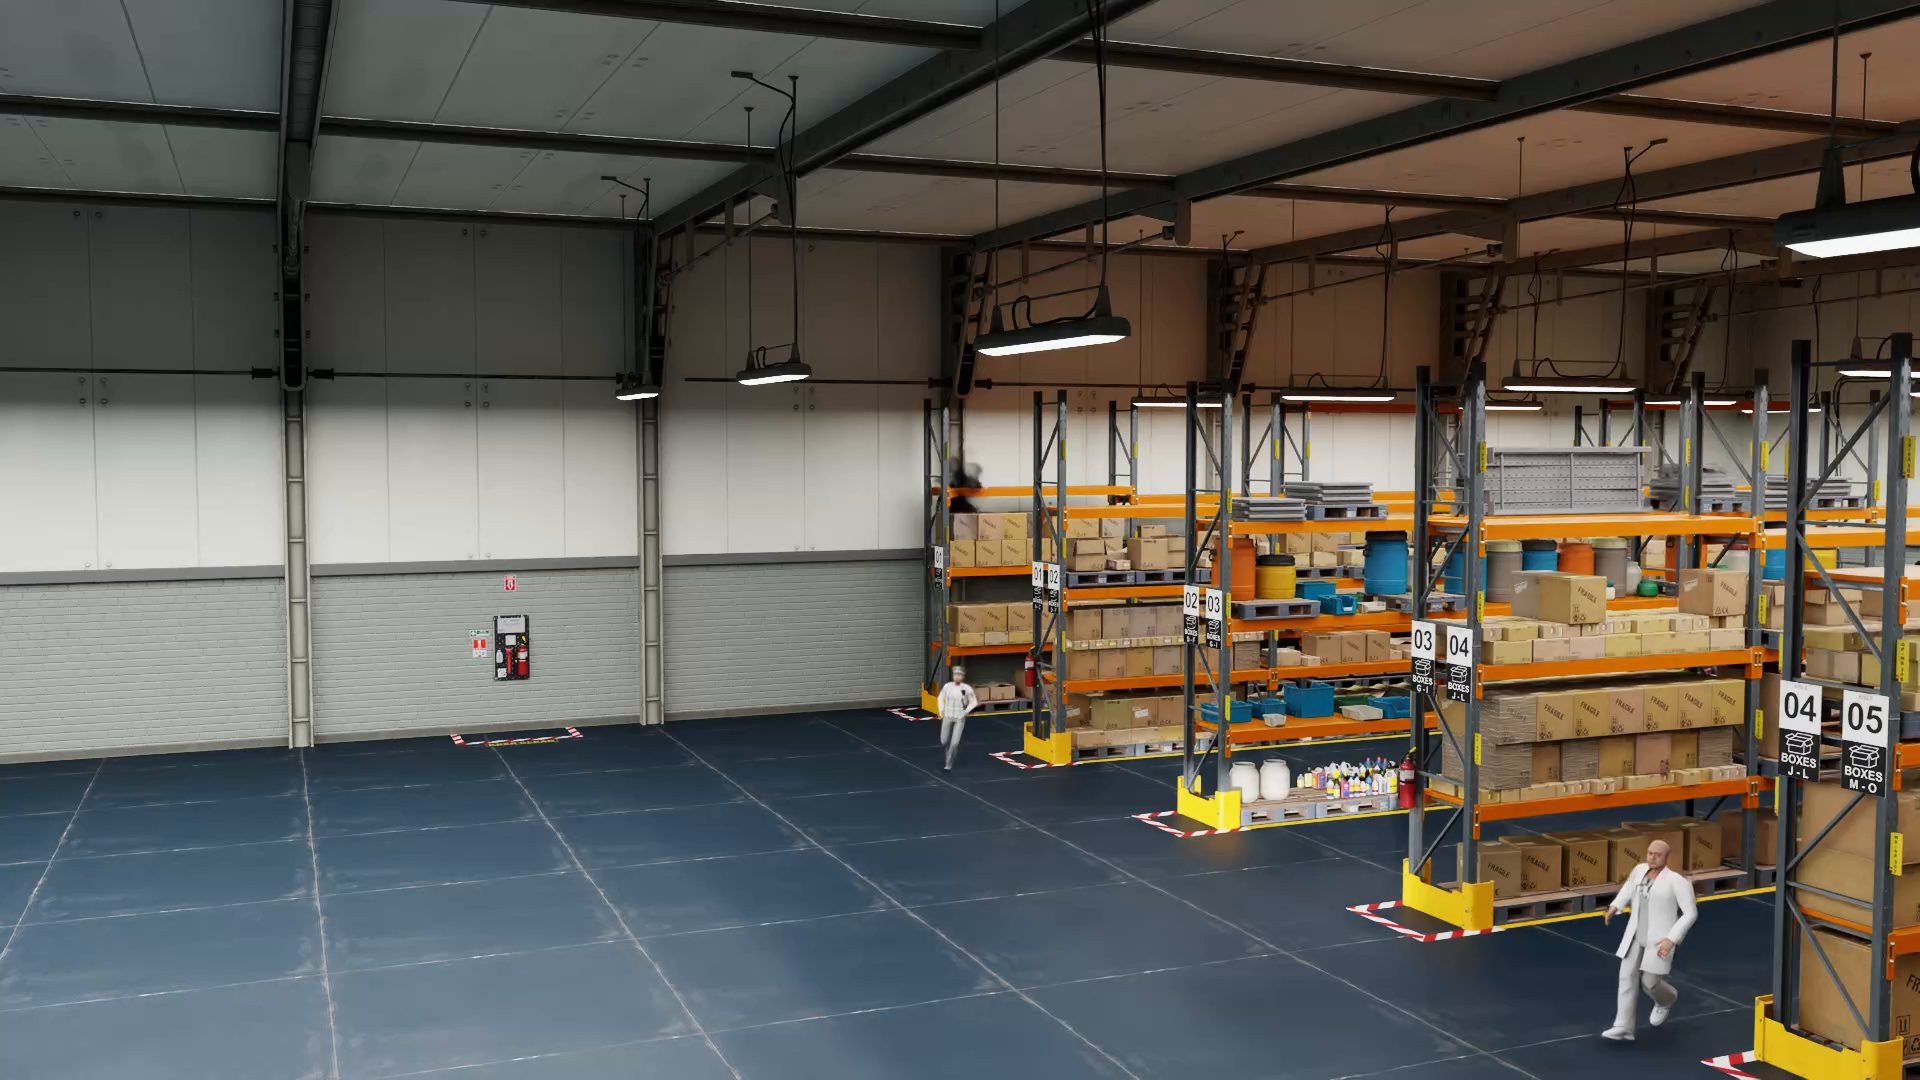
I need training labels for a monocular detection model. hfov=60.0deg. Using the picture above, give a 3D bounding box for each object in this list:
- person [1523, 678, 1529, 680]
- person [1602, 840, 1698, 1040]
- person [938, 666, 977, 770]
[{"bbox_3d":[9.237,2.710,27.834,0.779,1.603,0.536,-2,4,-30],"label":"person"},{"bbox_3d":[5.967,3.443,14.327,0.986,1.752,0.803,-2,4,-35],"label":"person"},{"bbox_3d":[-0.045,2.797,26.300,0.647,1.646,0.509,1,3,13],"label":"person"}]
